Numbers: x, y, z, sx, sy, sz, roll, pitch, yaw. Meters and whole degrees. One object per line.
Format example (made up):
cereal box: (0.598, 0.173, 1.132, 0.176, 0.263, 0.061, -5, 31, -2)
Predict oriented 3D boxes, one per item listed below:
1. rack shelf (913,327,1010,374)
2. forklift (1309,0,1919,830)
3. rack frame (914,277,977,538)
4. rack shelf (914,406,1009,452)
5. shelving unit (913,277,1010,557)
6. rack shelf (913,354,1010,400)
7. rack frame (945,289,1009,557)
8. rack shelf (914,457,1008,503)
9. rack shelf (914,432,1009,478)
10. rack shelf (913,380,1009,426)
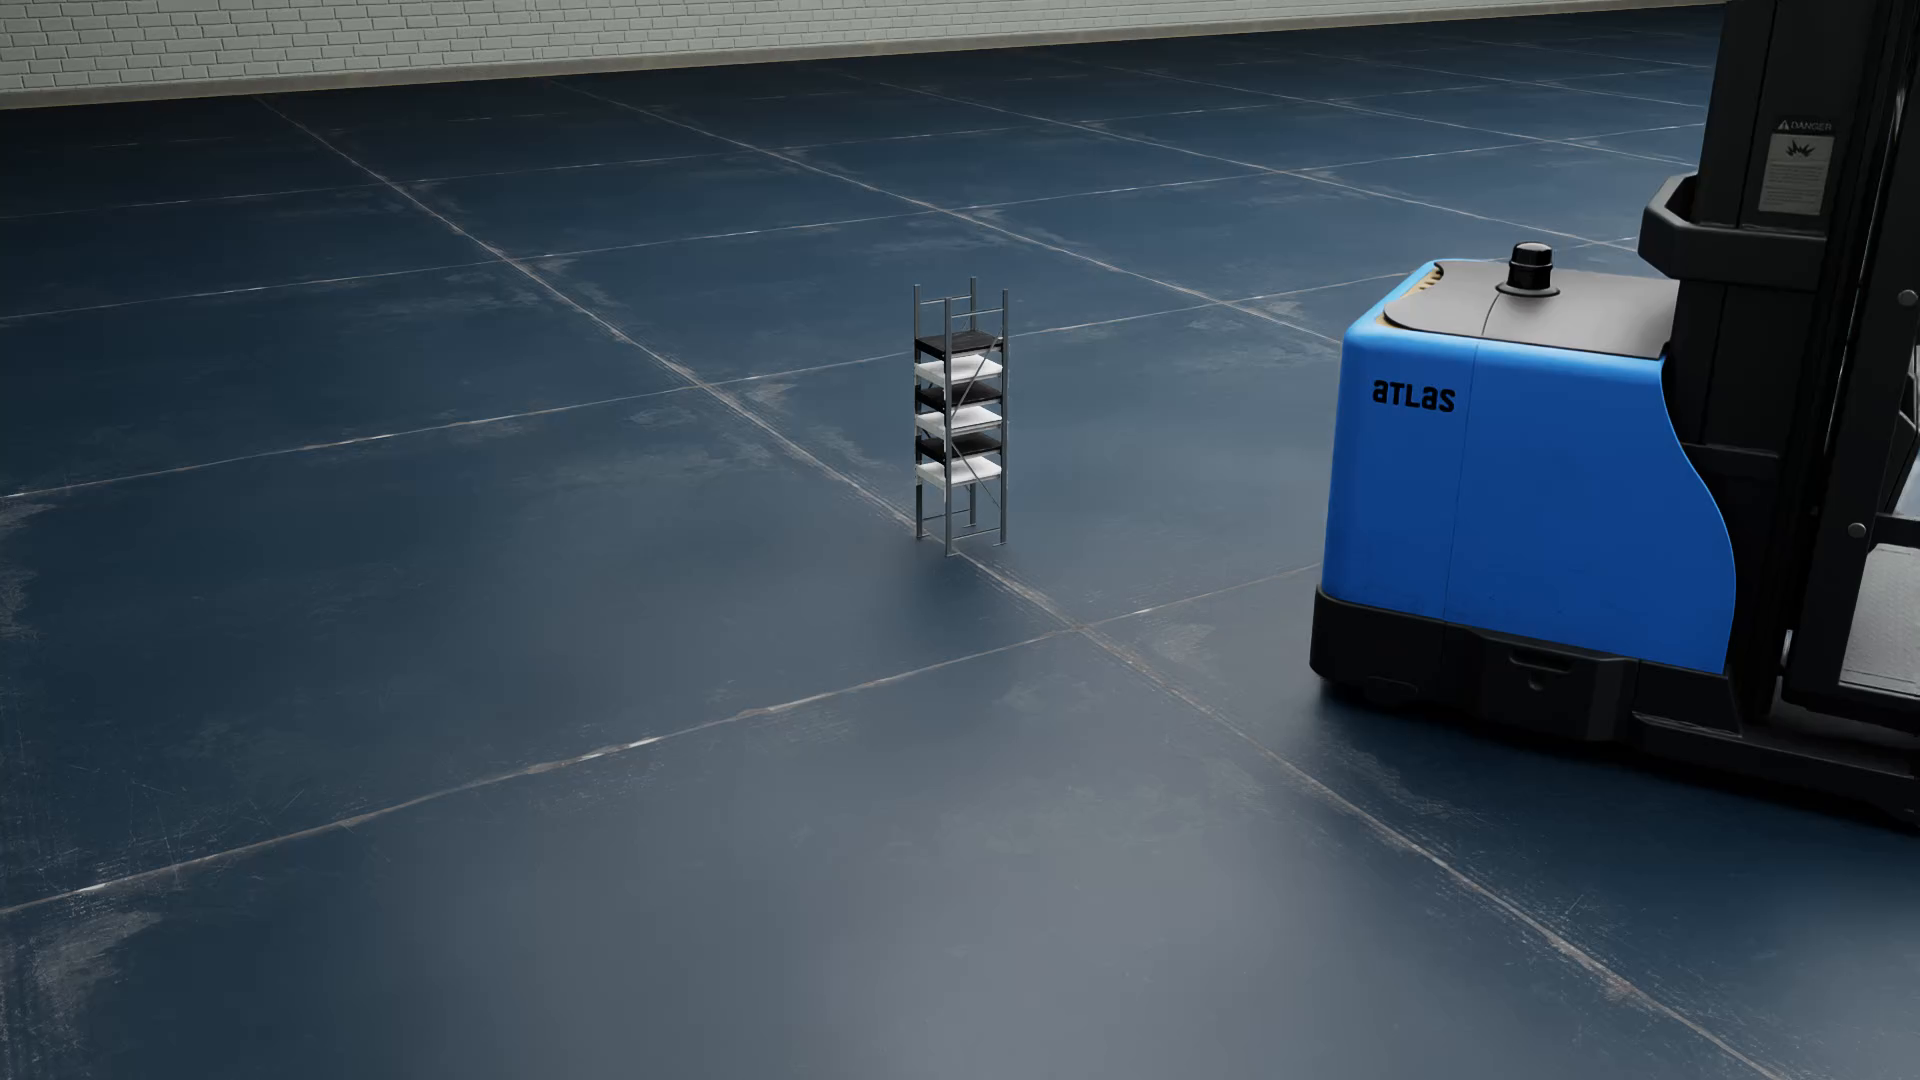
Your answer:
rack shelf: (0.004, -0.633, 5.546, 0.258, 0.077, 0.200, -13, 25, -28)
forklift: (2.543, -0.822, 3.942, 3.031, 2.935, 1.130, 11, 25, 26)
rack frame: (-0.048, -0.447, 5.717, 0.240, 0.900, 0.006, -13, 25, -28)
rack shelf: (0.004, -0.383, 5.648, 0.258, 0.077, 0.200, -13, 25, -28)
shelving unit: (0.004, -0.414, 5.636, 0.258, 0.900, 0.210, -13, 25, -28)
rack shelf: (0.004, -0.550, 5.580, 0.258, 0.077, 0.200, -13, 25, -28)
rack frame: (0.056, -0.381, 5.555, 0.240, 0.900, 0.006, -13, 25, -28)
rack shelf: (0.004, -0.217, 5.716, 0.258, 0.077, 0.200, -13, 25, -28)
rack shelf: (0.004, -0.300, 5.682, 0.258, 0.077, 0.200, -13, 25, -28)
rack shelf: (0.004, -0.467, 5.614, 0.258, 0.077, 0.200, -13, 25, -28)
